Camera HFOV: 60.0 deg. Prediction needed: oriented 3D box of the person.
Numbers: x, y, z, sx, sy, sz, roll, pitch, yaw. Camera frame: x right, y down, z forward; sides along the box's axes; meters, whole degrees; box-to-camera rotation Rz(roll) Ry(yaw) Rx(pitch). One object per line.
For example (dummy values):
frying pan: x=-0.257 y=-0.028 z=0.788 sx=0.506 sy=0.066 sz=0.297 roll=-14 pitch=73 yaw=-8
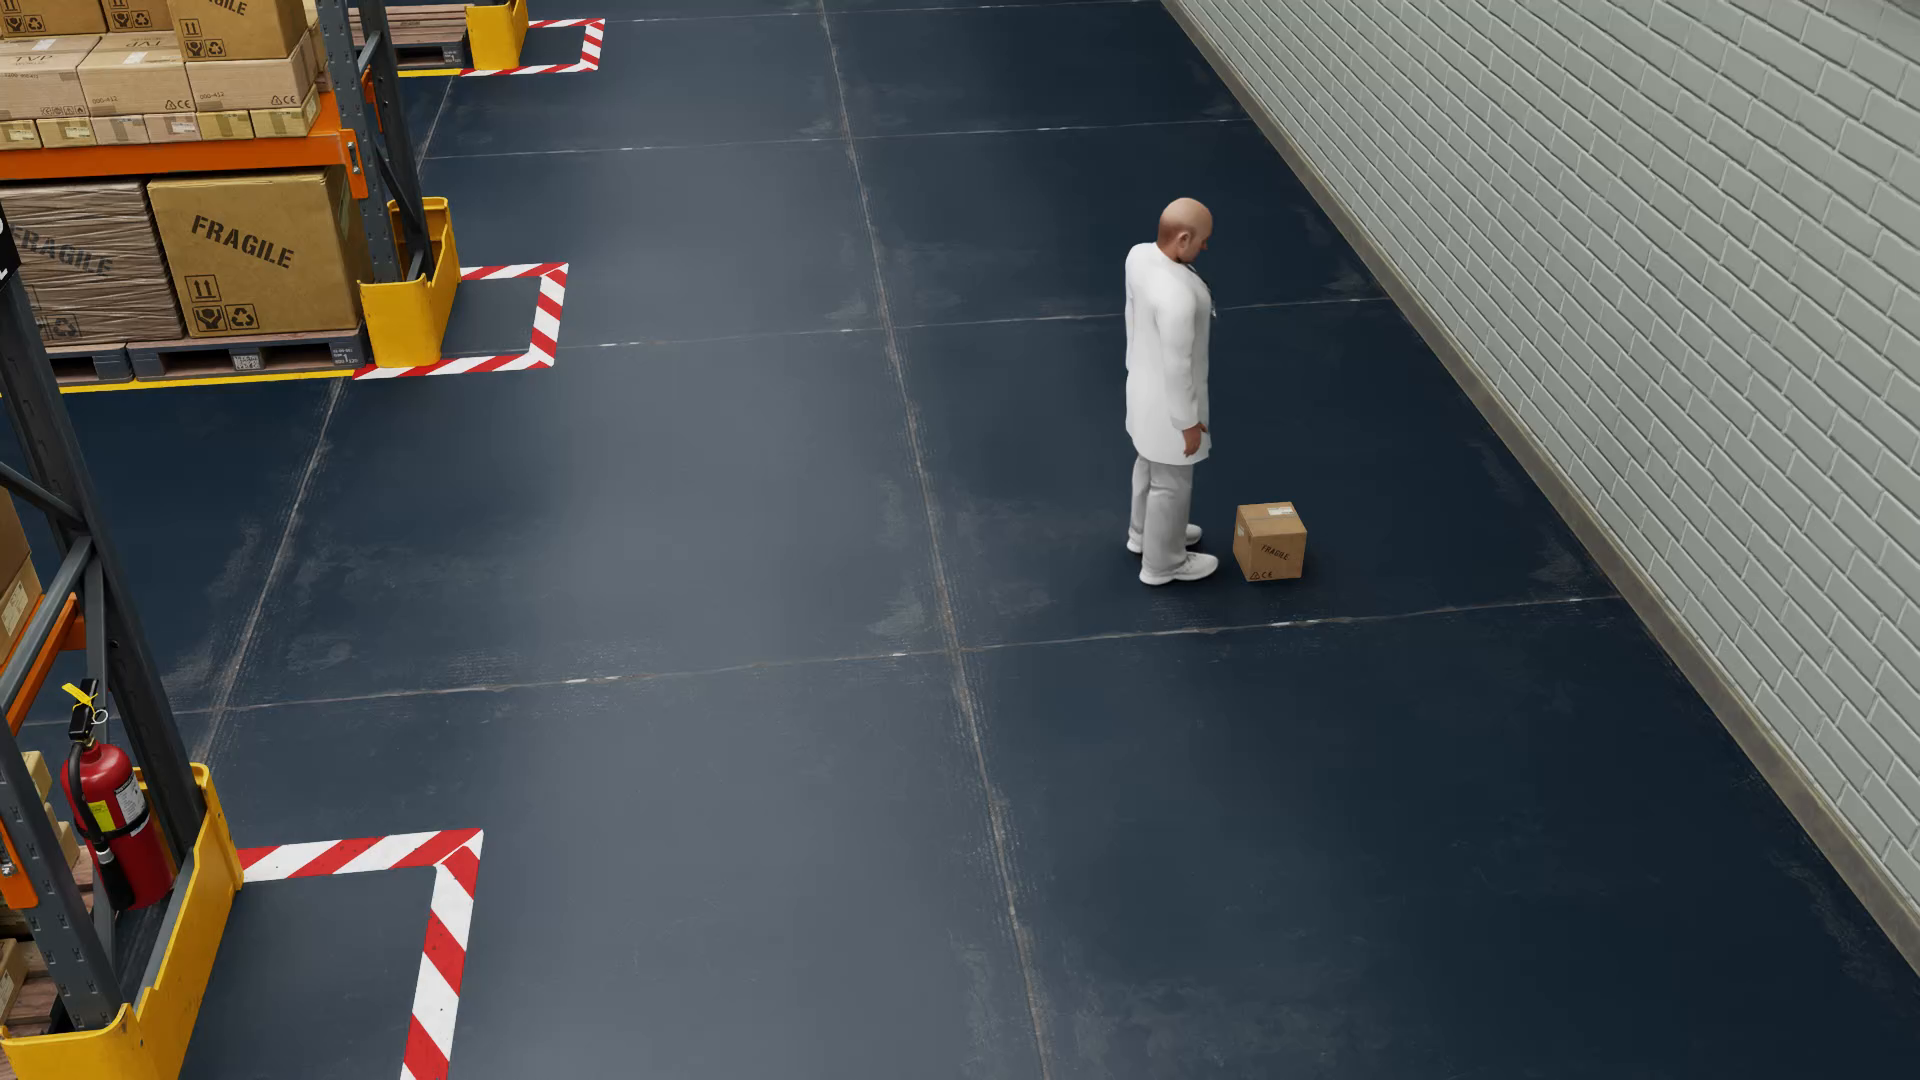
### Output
person: x=0.941 y=-0.611 z=7.014 sx=0.465 sy=1.779 sz=0.595 roll=-8 pitch=35 yaw=-11
